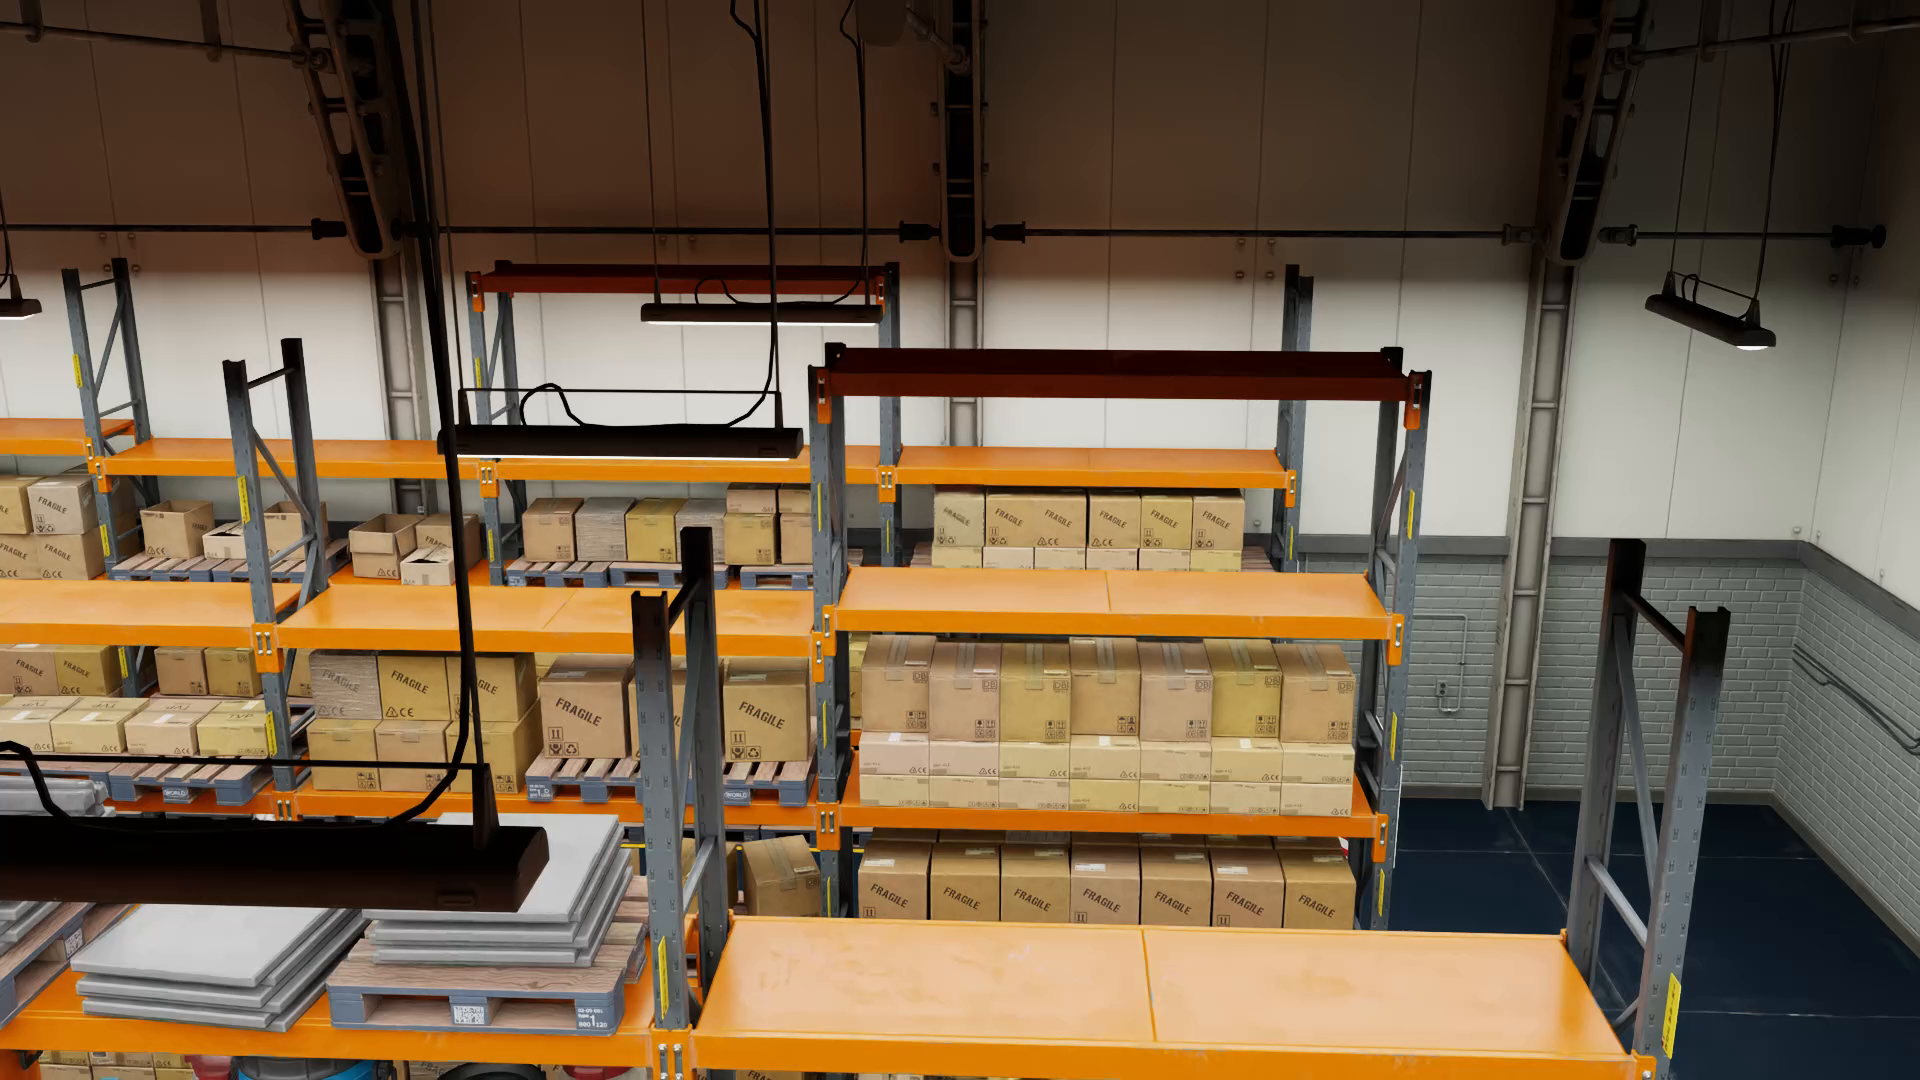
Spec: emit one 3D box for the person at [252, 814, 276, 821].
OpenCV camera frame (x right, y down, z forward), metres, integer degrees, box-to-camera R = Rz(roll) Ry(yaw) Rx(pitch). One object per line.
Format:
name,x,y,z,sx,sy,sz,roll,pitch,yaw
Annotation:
person,-6.471,2.931,15.564,0.802,1.626,0.594,4,17,13
